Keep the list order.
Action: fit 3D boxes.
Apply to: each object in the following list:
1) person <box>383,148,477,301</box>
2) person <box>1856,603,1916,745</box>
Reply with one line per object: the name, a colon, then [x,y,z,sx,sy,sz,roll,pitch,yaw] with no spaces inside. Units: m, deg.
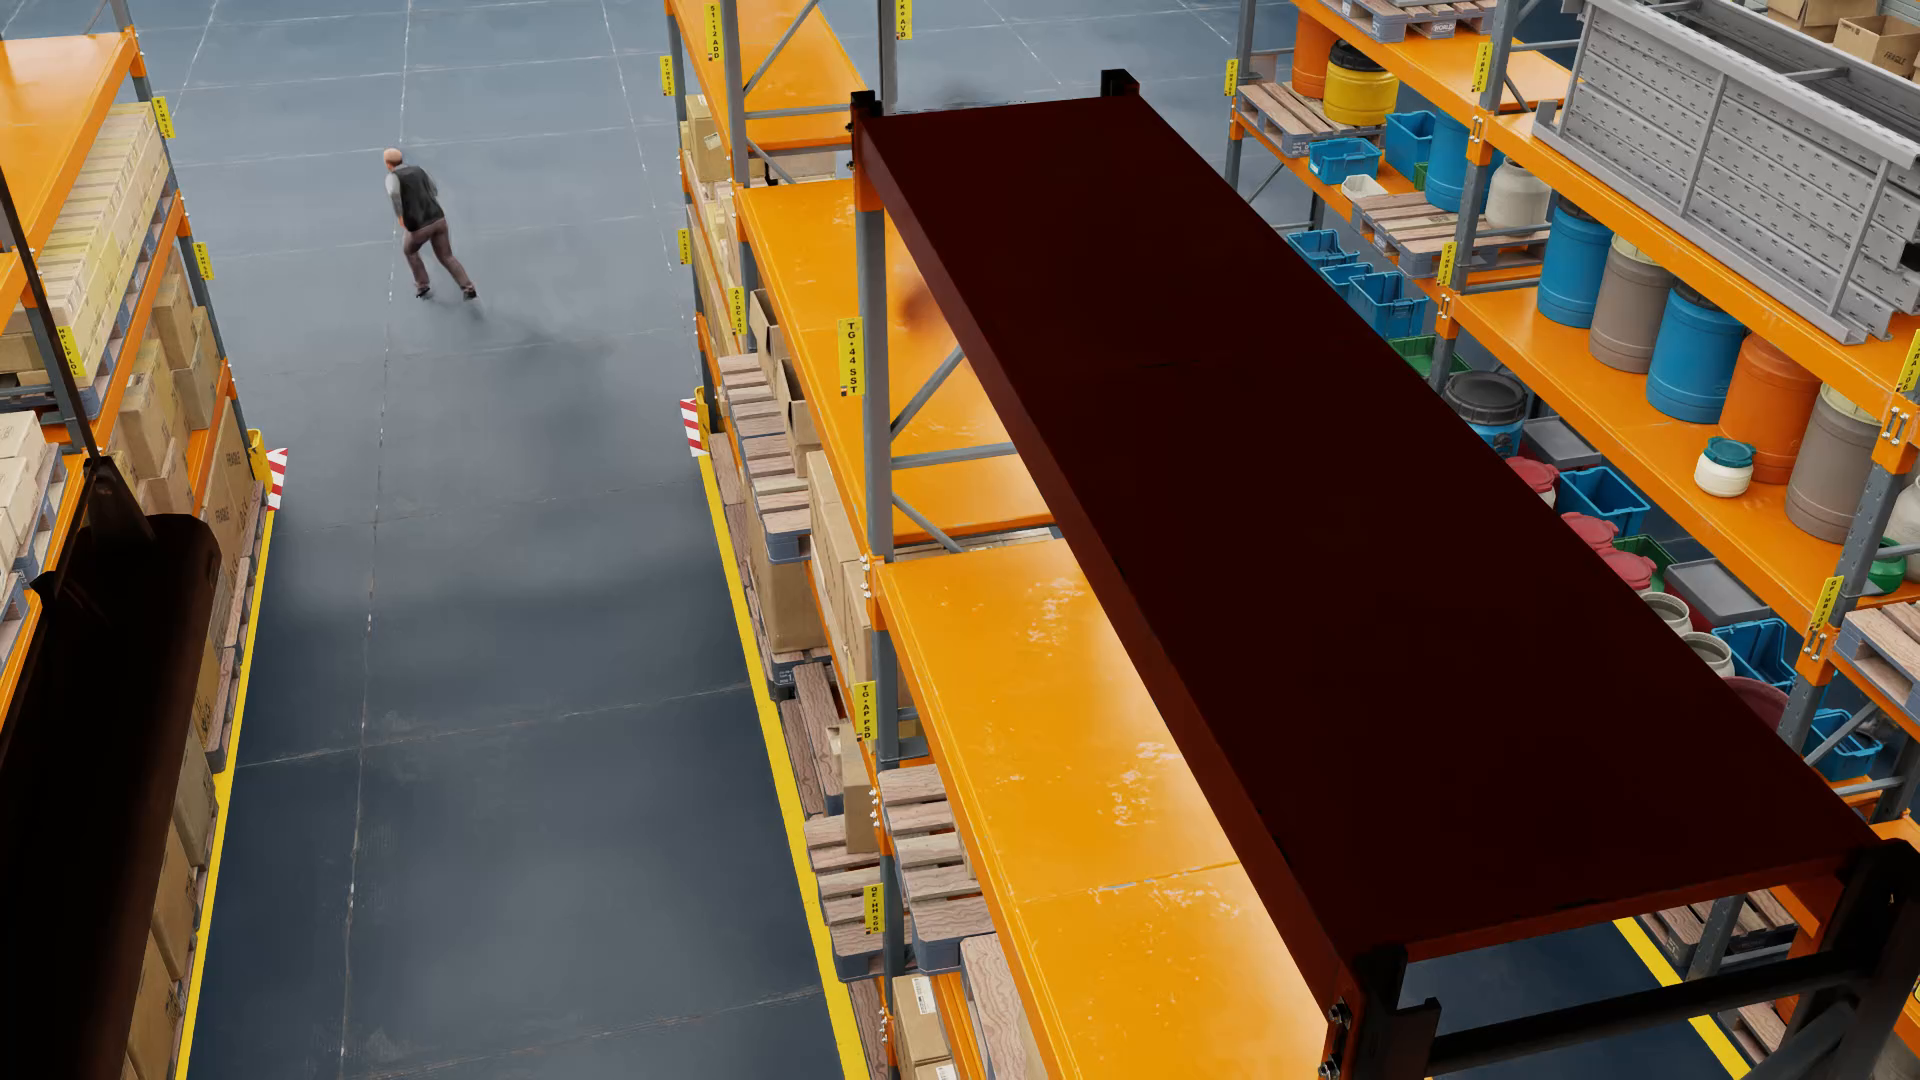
person: [-5.542,-3.199,17.370,0.987,1.680,0.701,20,39,26]
person: [6.565,0.690,11.573,0.700,1.720,0.583,-15,37,-20]
